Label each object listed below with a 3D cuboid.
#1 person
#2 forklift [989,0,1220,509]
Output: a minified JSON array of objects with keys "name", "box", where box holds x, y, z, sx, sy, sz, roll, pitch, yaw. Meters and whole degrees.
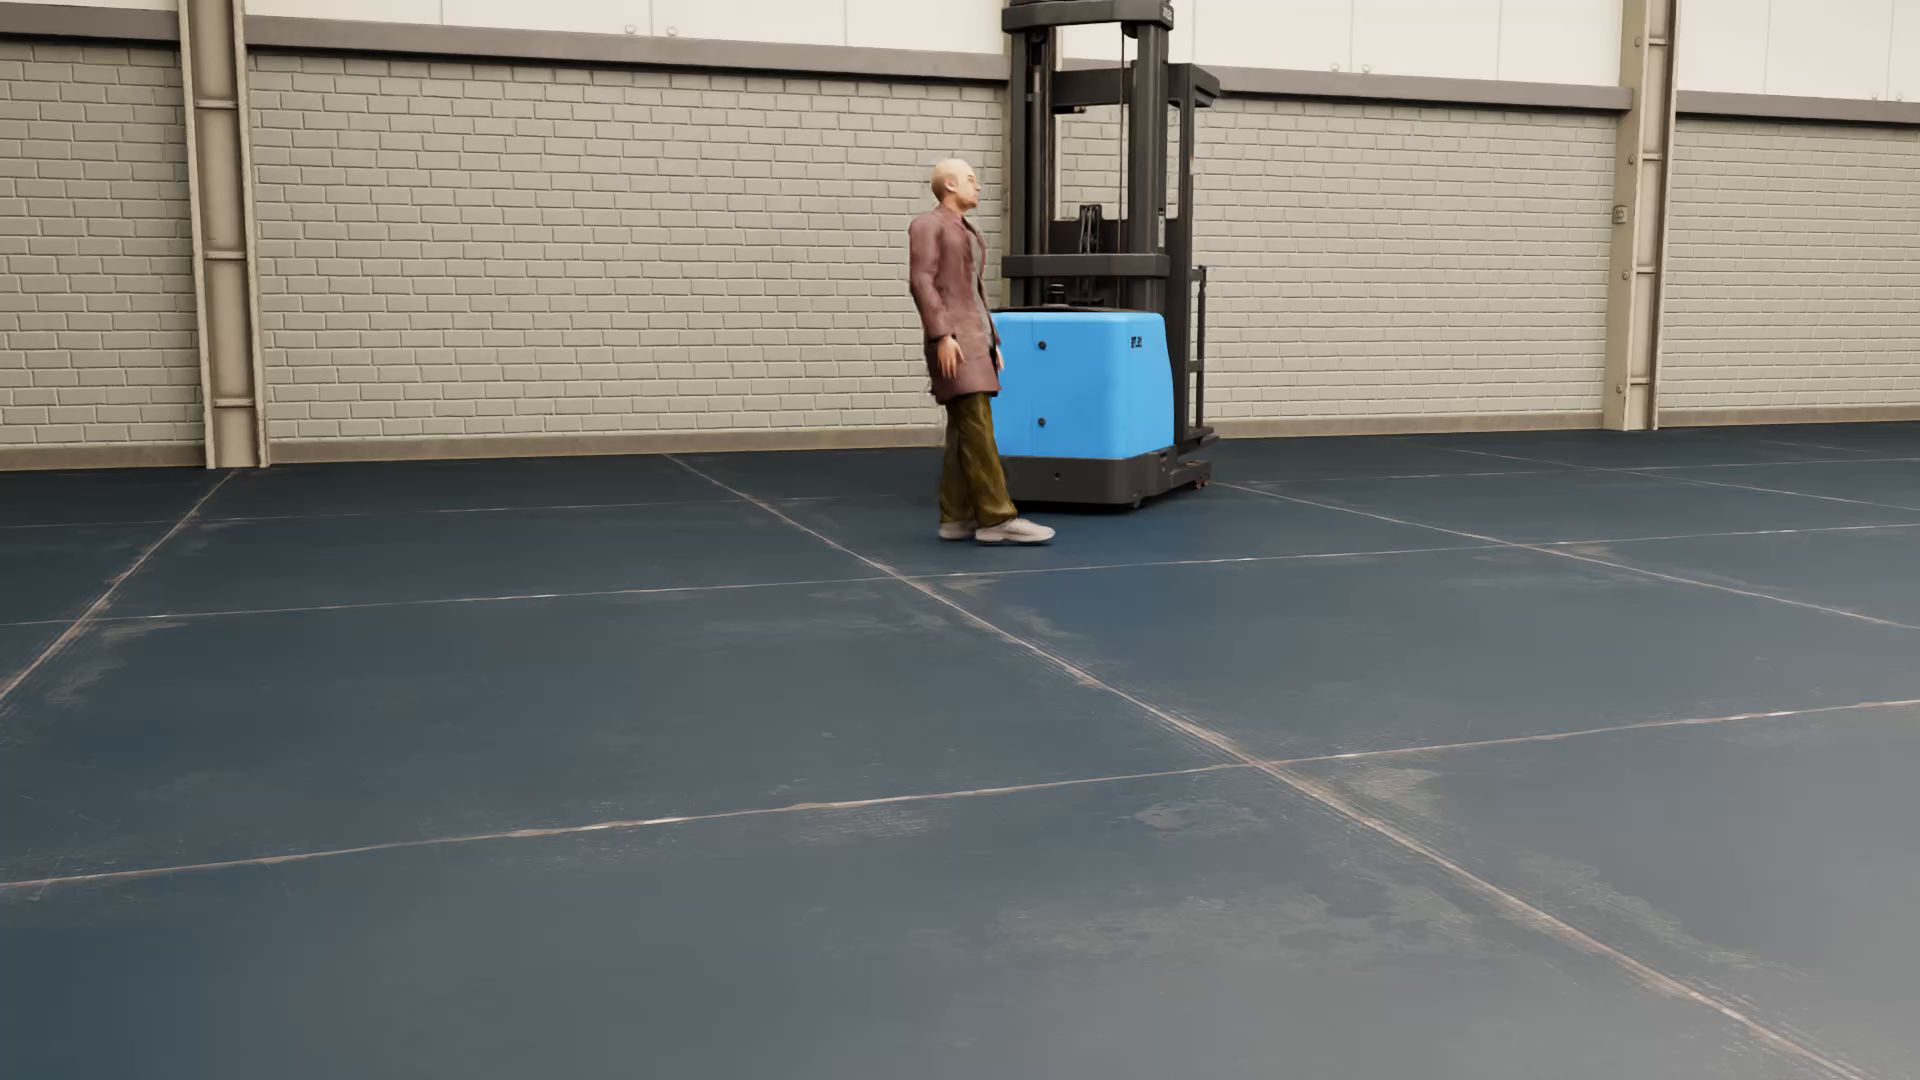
[{"name":"person","box":[0.137,-0.880,7.753,0.671,1.776,0.700,3,8,21]},{"name":"forklift","box":[0.934,-1.781,10.141,1.130,2.935,3.031,3,8,21]}]
